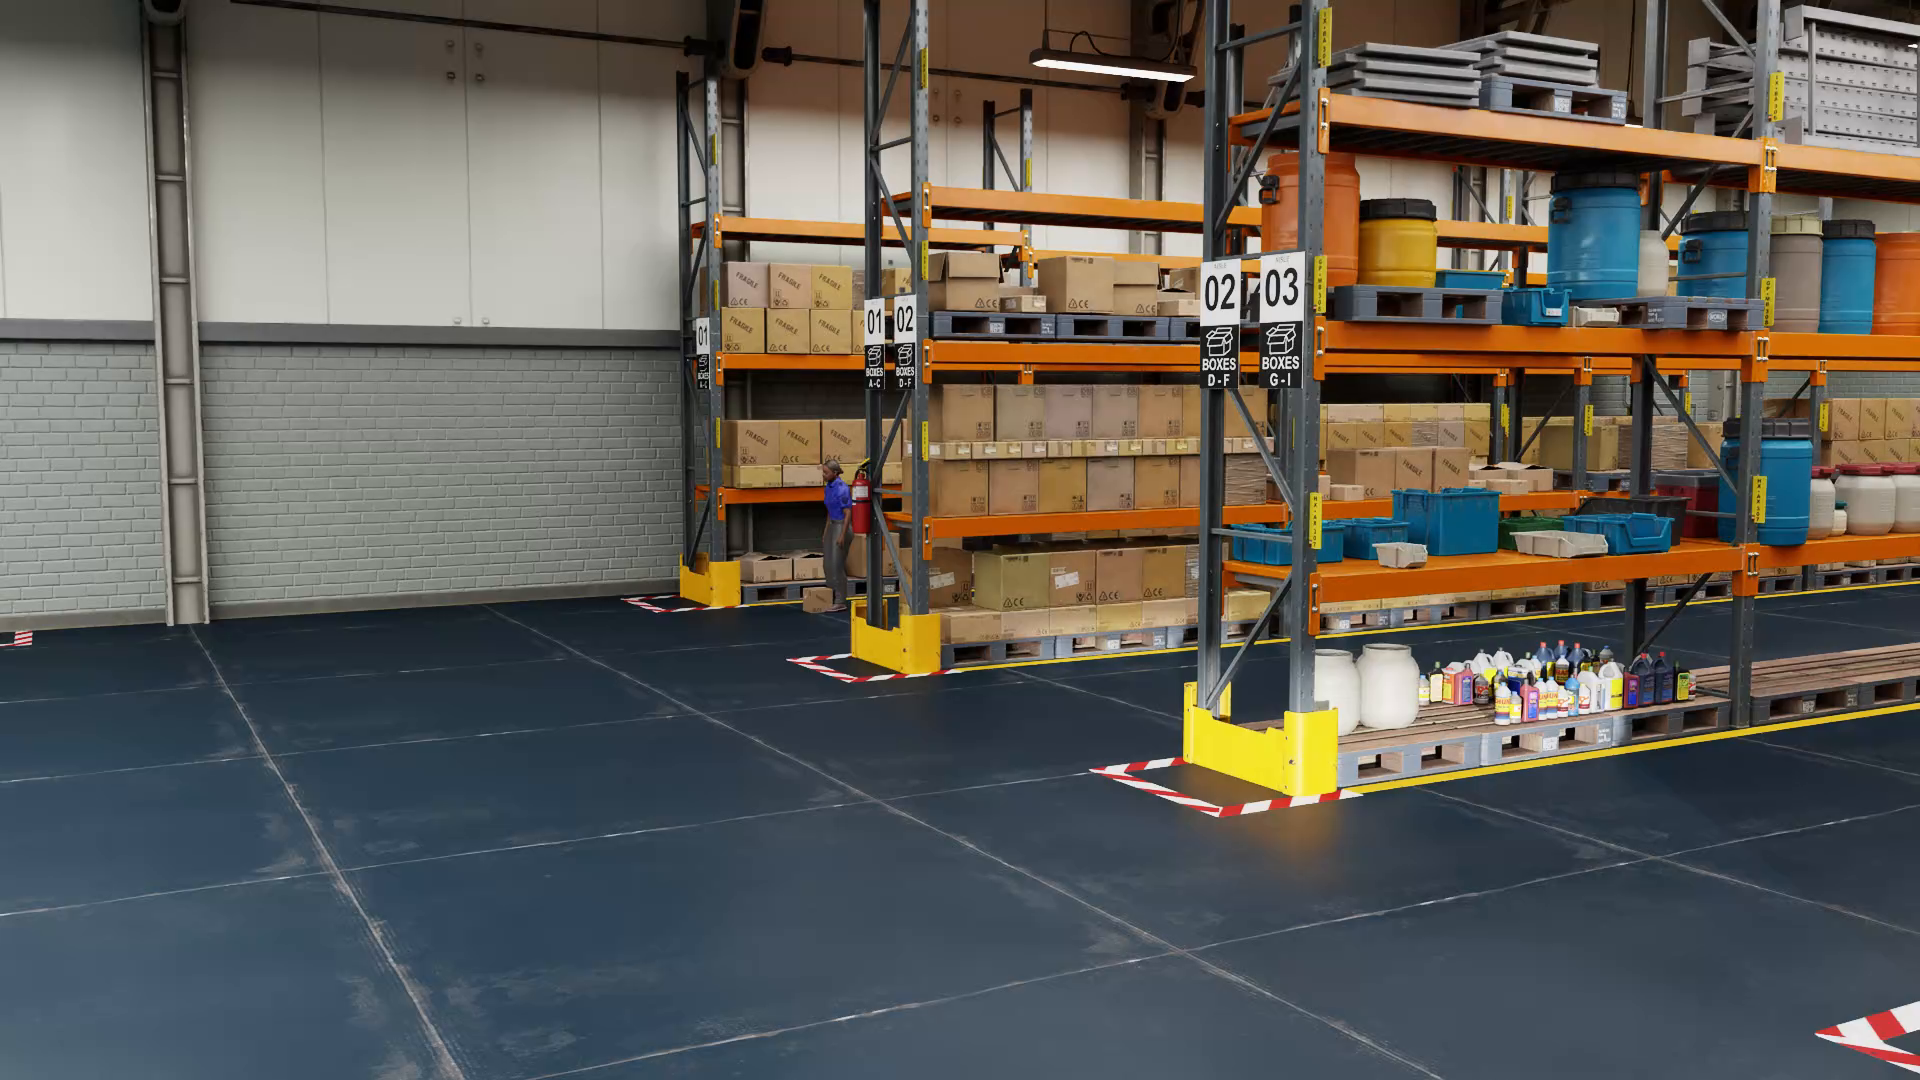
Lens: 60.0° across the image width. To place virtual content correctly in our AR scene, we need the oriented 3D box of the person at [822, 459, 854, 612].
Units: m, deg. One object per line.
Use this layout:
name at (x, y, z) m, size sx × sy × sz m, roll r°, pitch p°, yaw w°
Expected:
person at (-1.372, -0.057, 18.164) m, size 0.392 × 1.655 × 0.505 m, roll -3°, pitch 6°, yaw -28°
